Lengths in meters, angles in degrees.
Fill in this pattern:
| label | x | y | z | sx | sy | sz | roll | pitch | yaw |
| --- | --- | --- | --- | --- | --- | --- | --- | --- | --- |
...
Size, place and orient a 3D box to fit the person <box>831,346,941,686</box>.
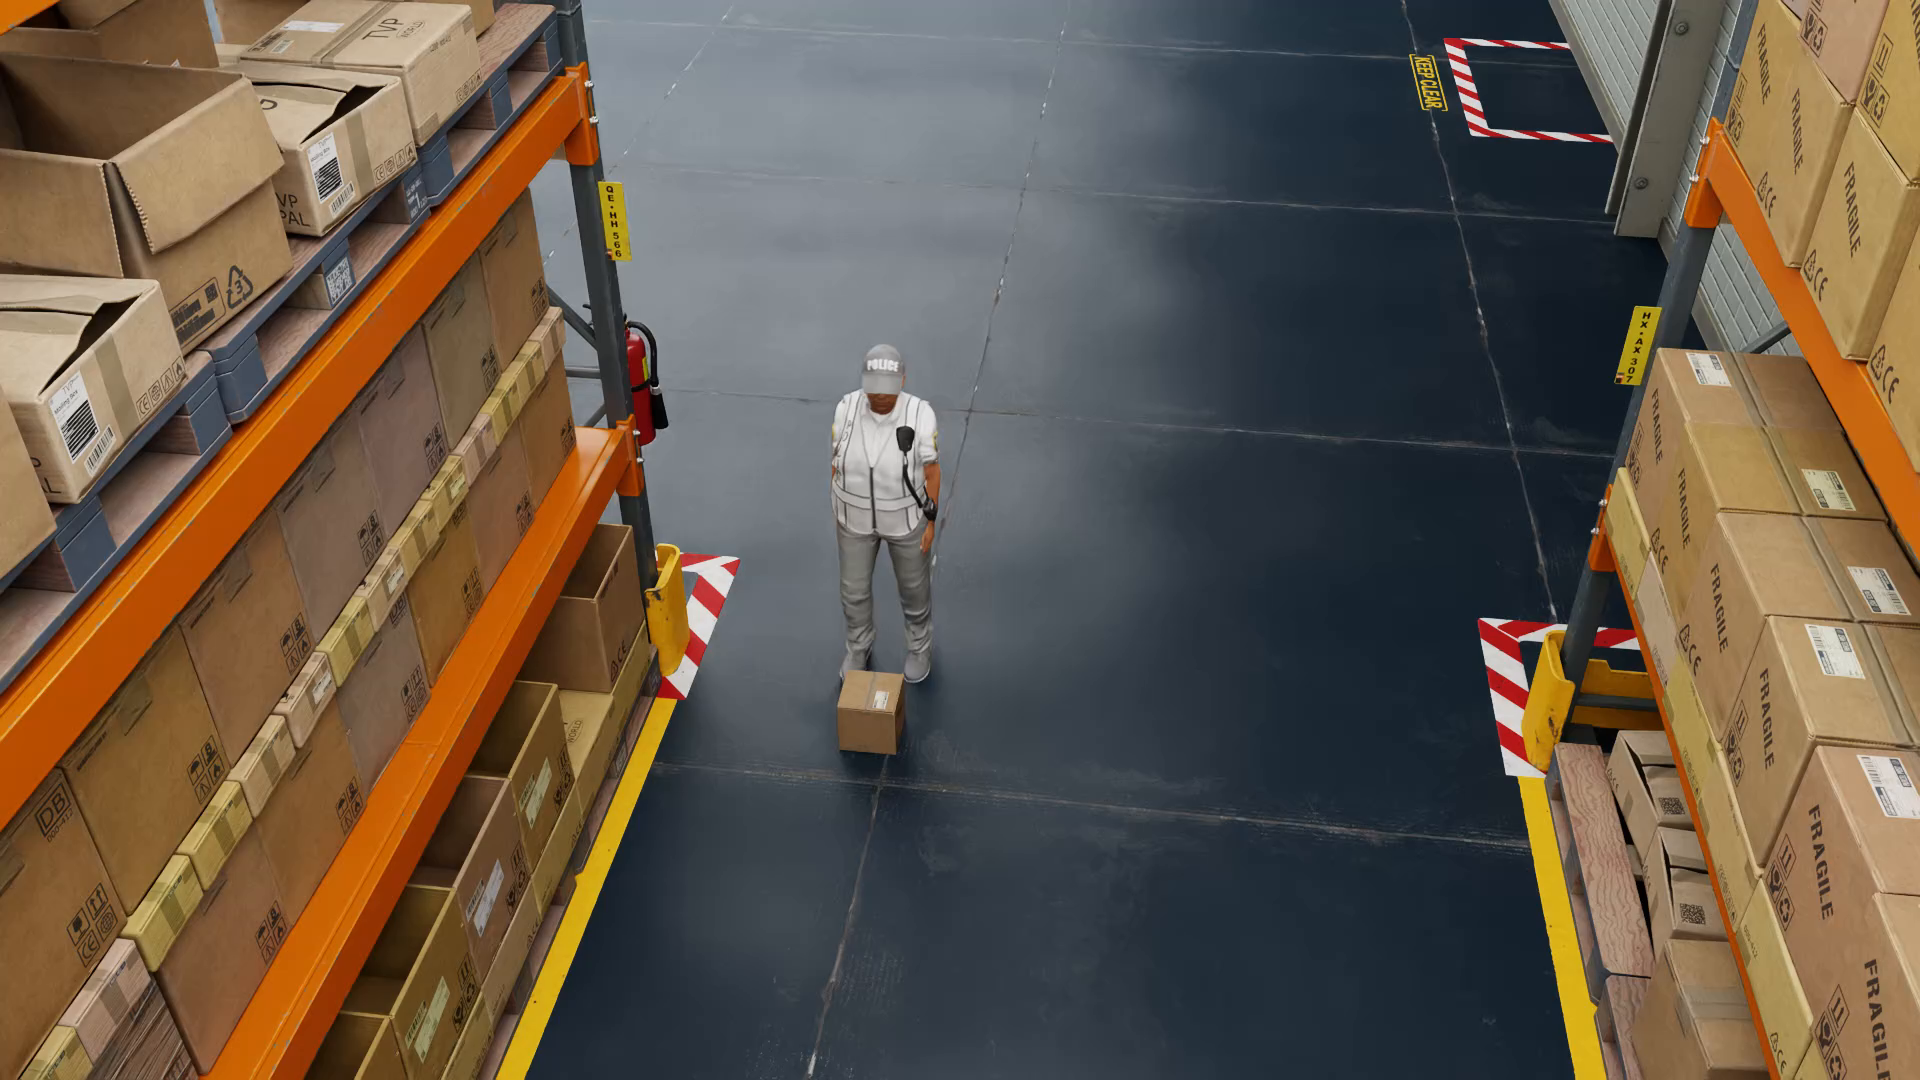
| label | x | y | z | sx | sy | sz | roll | pitch | yaw |
| --- | --- | --- | --- | --- | --- | --- | --- | --- | --- |
| person | -0.316 | -0.086 | 7.167 | 0.466 | 1.668 | 0.391 | 5 | 37 | 7 |
